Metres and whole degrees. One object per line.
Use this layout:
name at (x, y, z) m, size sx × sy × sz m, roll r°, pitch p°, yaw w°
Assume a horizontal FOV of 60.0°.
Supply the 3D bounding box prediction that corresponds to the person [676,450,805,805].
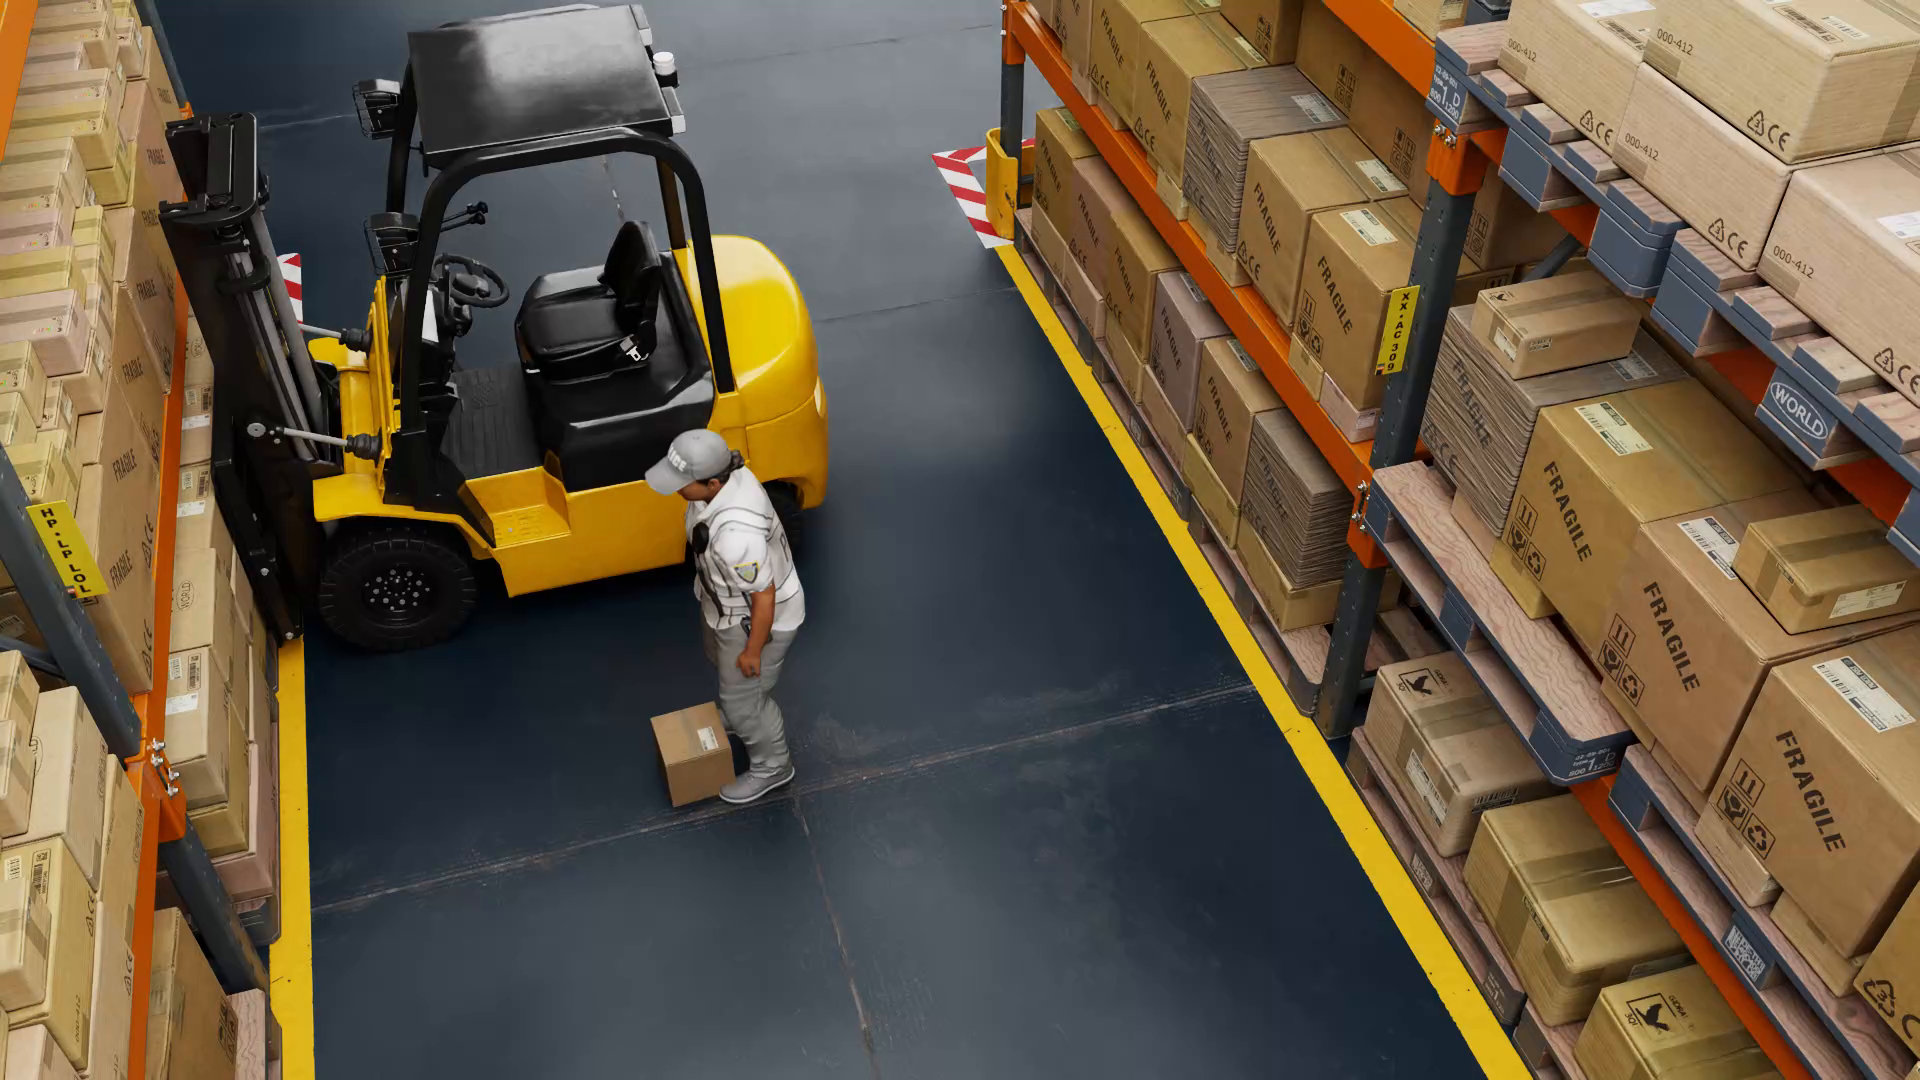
person at (-0.774, 0.237, 5.908) m, size 0.403 × 1.651 × 0.558 m, roll -14°, pitch 44°, yaw -15°
